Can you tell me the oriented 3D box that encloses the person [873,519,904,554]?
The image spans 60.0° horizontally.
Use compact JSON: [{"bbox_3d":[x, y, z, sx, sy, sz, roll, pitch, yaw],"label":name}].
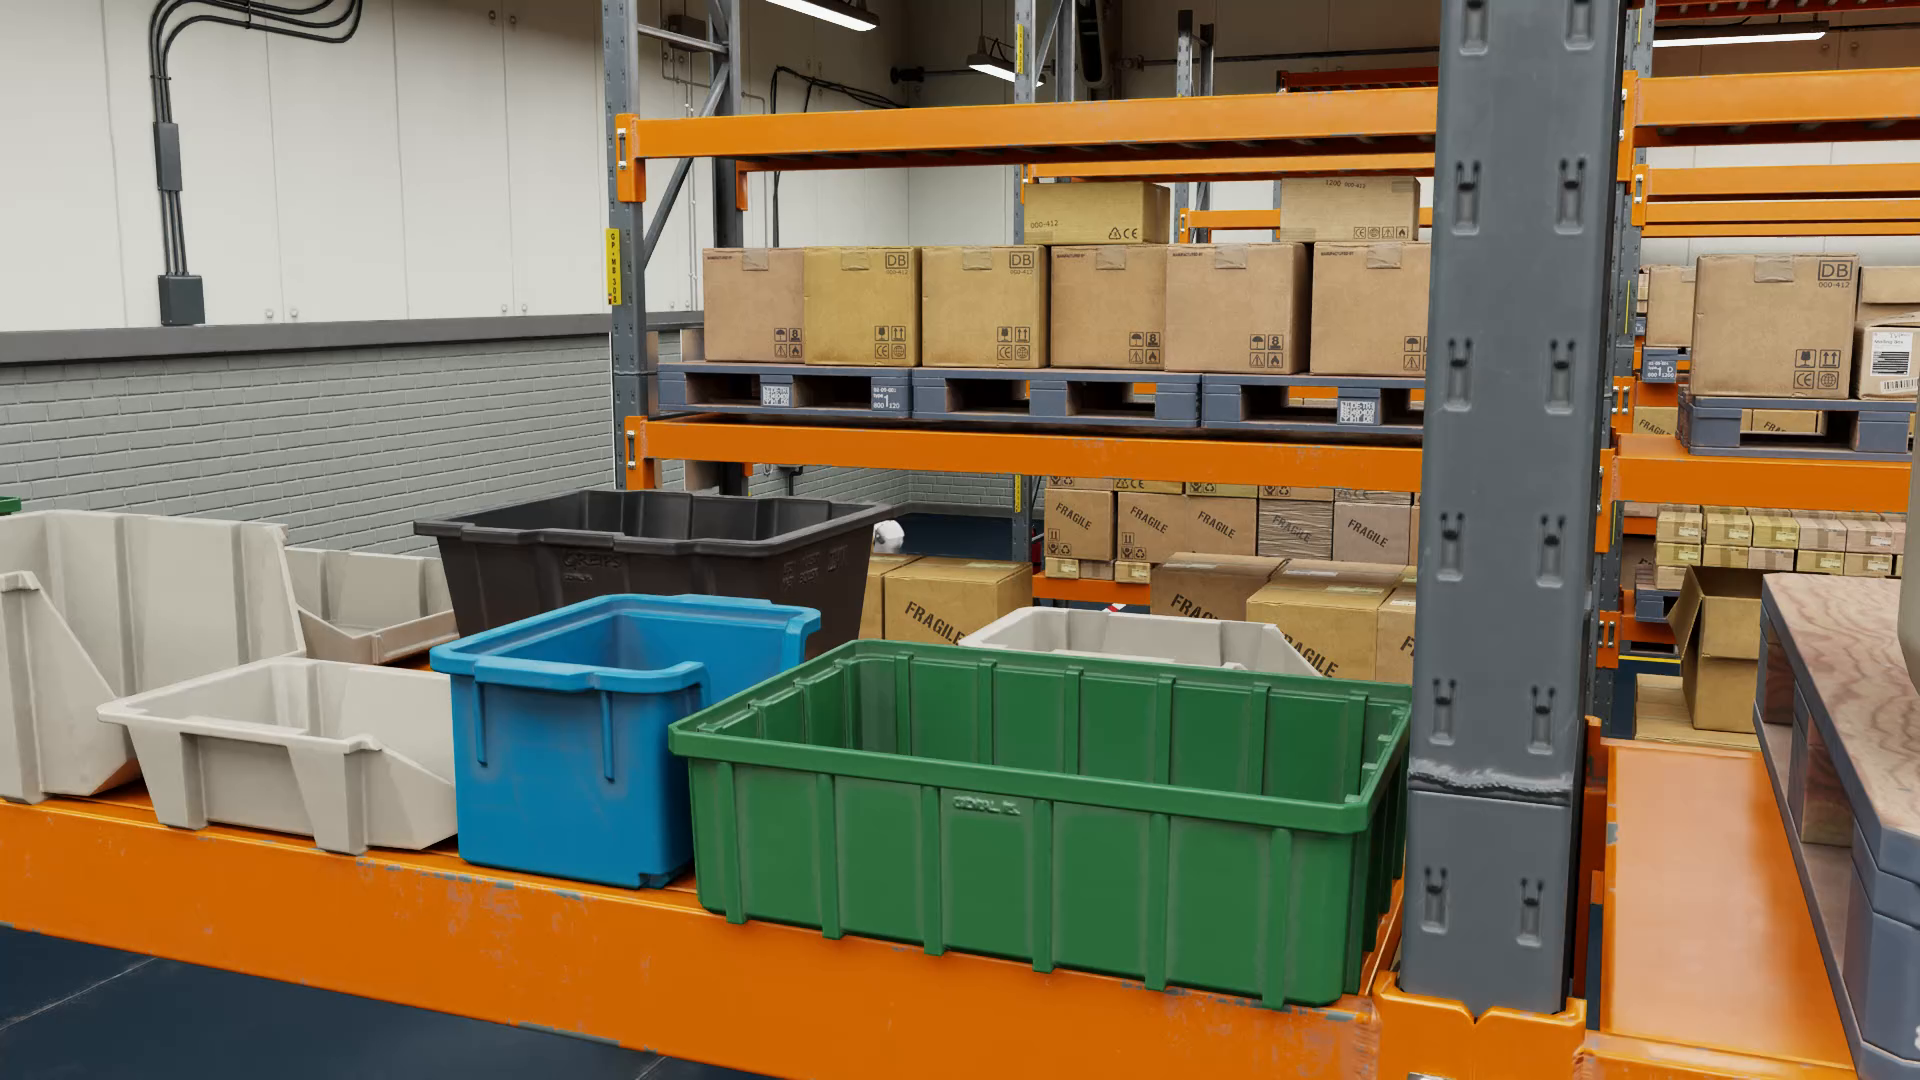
[{"bbox_3d":[-1.039,0.190,17.399,0.917,1.126,0.438,3,9,18],"label":"person"}]
